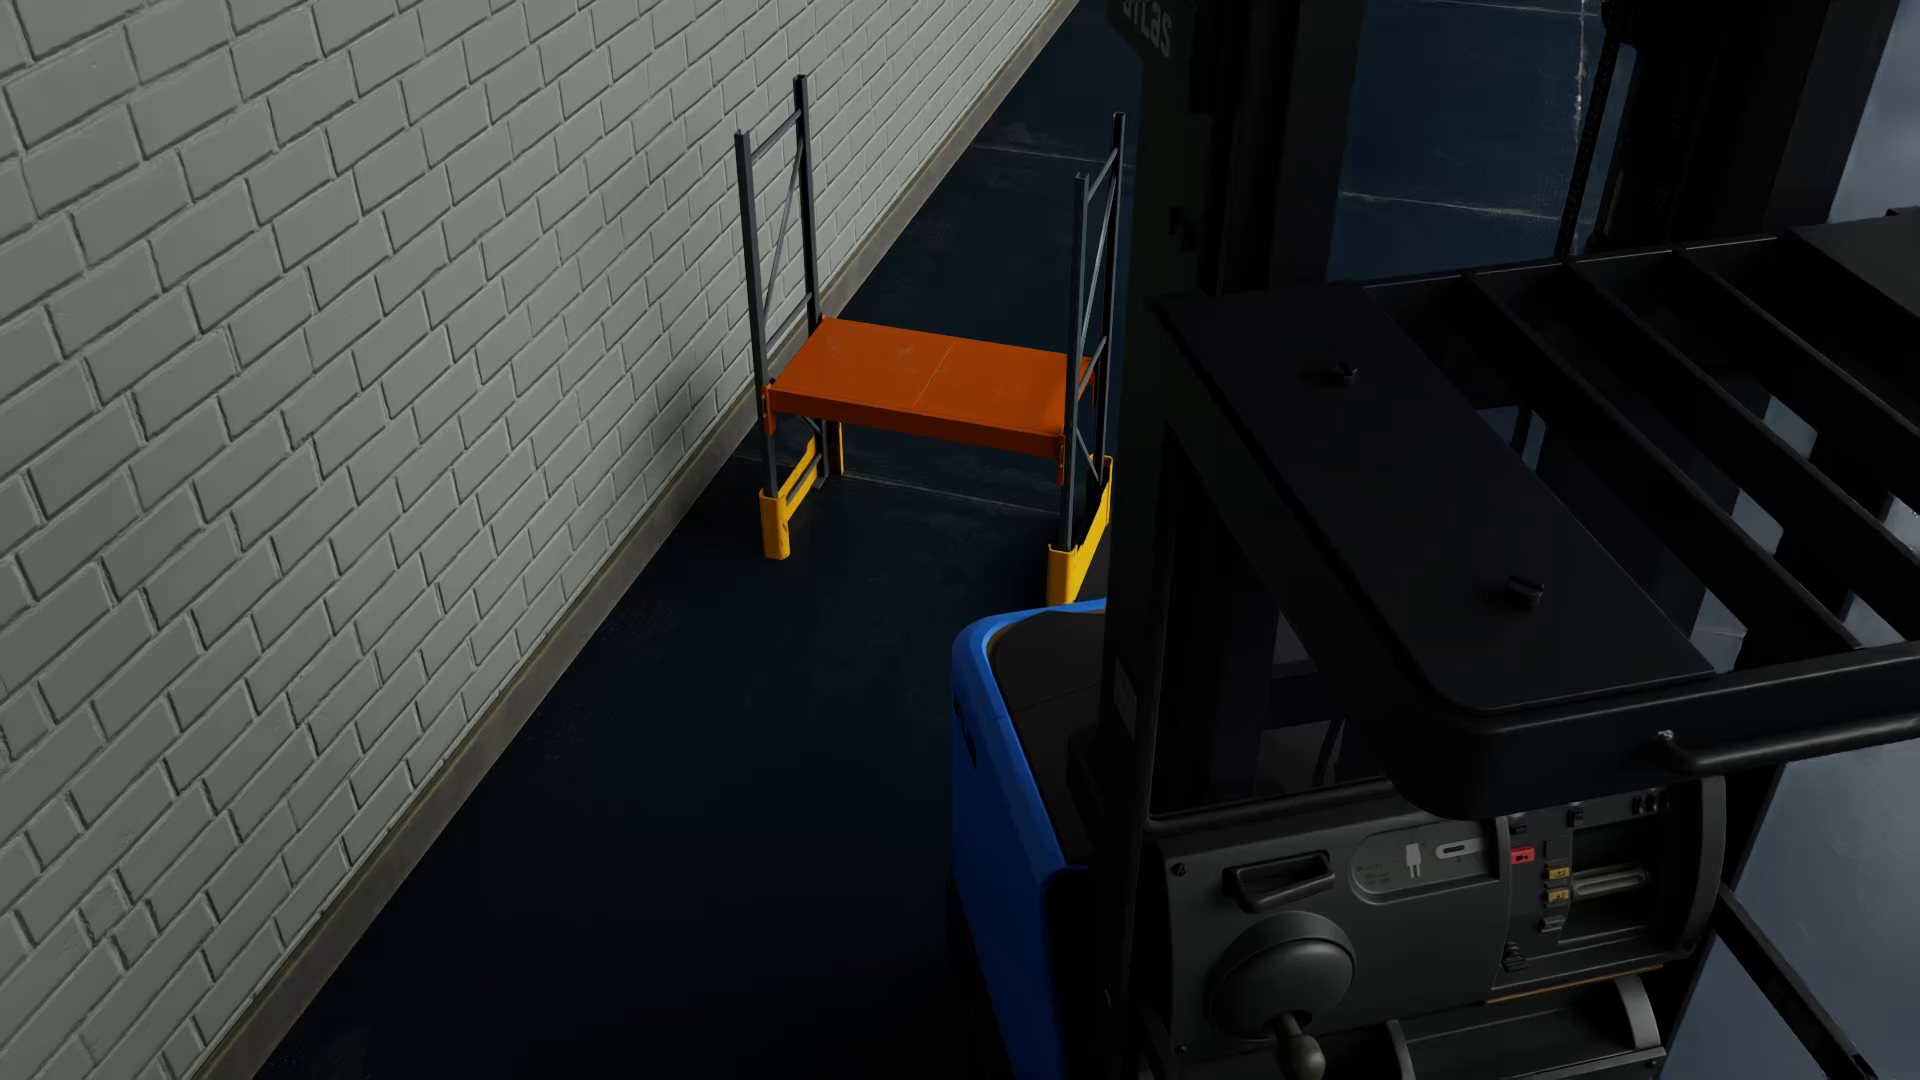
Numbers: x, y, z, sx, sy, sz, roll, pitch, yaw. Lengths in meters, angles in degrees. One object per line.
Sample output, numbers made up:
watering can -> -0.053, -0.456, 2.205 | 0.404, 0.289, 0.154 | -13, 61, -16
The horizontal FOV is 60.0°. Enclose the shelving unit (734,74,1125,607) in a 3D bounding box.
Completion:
shelving unit -> -0.073, -0.618, 5.324 | 1.083, 1.500, 0.587 | 10, 38, 14

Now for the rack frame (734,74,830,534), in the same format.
rack frame -> -0.567, -0.709, 5.448 | 0.032, 1.500, 0.500 | 10, 38, 14

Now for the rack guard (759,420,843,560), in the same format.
rack guard -> -0.548, -0.202, 5.814 | 0.087, 0.250, 0.587 | 10, 38, 14

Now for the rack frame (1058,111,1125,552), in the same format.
rack frame -> 0.404, -0.529, 5.204 | 0.032, 1.500, 0.500 | 10, 38, 14

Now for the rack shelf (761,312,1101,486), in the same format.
rack shelf -> -0.081, -0.474, 5.433 | 1.000, 0.185, 0.538 | 10, 38, 14

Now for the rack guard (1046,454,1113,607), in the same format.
rack guard -> 0.403, -0.026, 5.575 | 0.087, 0.250, 0.587 | 10, 38, 14

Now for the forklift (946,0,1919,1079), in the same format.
forklift -> 0.809, 0.643, 2.403 | 1.130, 2.935, 3.031 | -8, 37, -11
